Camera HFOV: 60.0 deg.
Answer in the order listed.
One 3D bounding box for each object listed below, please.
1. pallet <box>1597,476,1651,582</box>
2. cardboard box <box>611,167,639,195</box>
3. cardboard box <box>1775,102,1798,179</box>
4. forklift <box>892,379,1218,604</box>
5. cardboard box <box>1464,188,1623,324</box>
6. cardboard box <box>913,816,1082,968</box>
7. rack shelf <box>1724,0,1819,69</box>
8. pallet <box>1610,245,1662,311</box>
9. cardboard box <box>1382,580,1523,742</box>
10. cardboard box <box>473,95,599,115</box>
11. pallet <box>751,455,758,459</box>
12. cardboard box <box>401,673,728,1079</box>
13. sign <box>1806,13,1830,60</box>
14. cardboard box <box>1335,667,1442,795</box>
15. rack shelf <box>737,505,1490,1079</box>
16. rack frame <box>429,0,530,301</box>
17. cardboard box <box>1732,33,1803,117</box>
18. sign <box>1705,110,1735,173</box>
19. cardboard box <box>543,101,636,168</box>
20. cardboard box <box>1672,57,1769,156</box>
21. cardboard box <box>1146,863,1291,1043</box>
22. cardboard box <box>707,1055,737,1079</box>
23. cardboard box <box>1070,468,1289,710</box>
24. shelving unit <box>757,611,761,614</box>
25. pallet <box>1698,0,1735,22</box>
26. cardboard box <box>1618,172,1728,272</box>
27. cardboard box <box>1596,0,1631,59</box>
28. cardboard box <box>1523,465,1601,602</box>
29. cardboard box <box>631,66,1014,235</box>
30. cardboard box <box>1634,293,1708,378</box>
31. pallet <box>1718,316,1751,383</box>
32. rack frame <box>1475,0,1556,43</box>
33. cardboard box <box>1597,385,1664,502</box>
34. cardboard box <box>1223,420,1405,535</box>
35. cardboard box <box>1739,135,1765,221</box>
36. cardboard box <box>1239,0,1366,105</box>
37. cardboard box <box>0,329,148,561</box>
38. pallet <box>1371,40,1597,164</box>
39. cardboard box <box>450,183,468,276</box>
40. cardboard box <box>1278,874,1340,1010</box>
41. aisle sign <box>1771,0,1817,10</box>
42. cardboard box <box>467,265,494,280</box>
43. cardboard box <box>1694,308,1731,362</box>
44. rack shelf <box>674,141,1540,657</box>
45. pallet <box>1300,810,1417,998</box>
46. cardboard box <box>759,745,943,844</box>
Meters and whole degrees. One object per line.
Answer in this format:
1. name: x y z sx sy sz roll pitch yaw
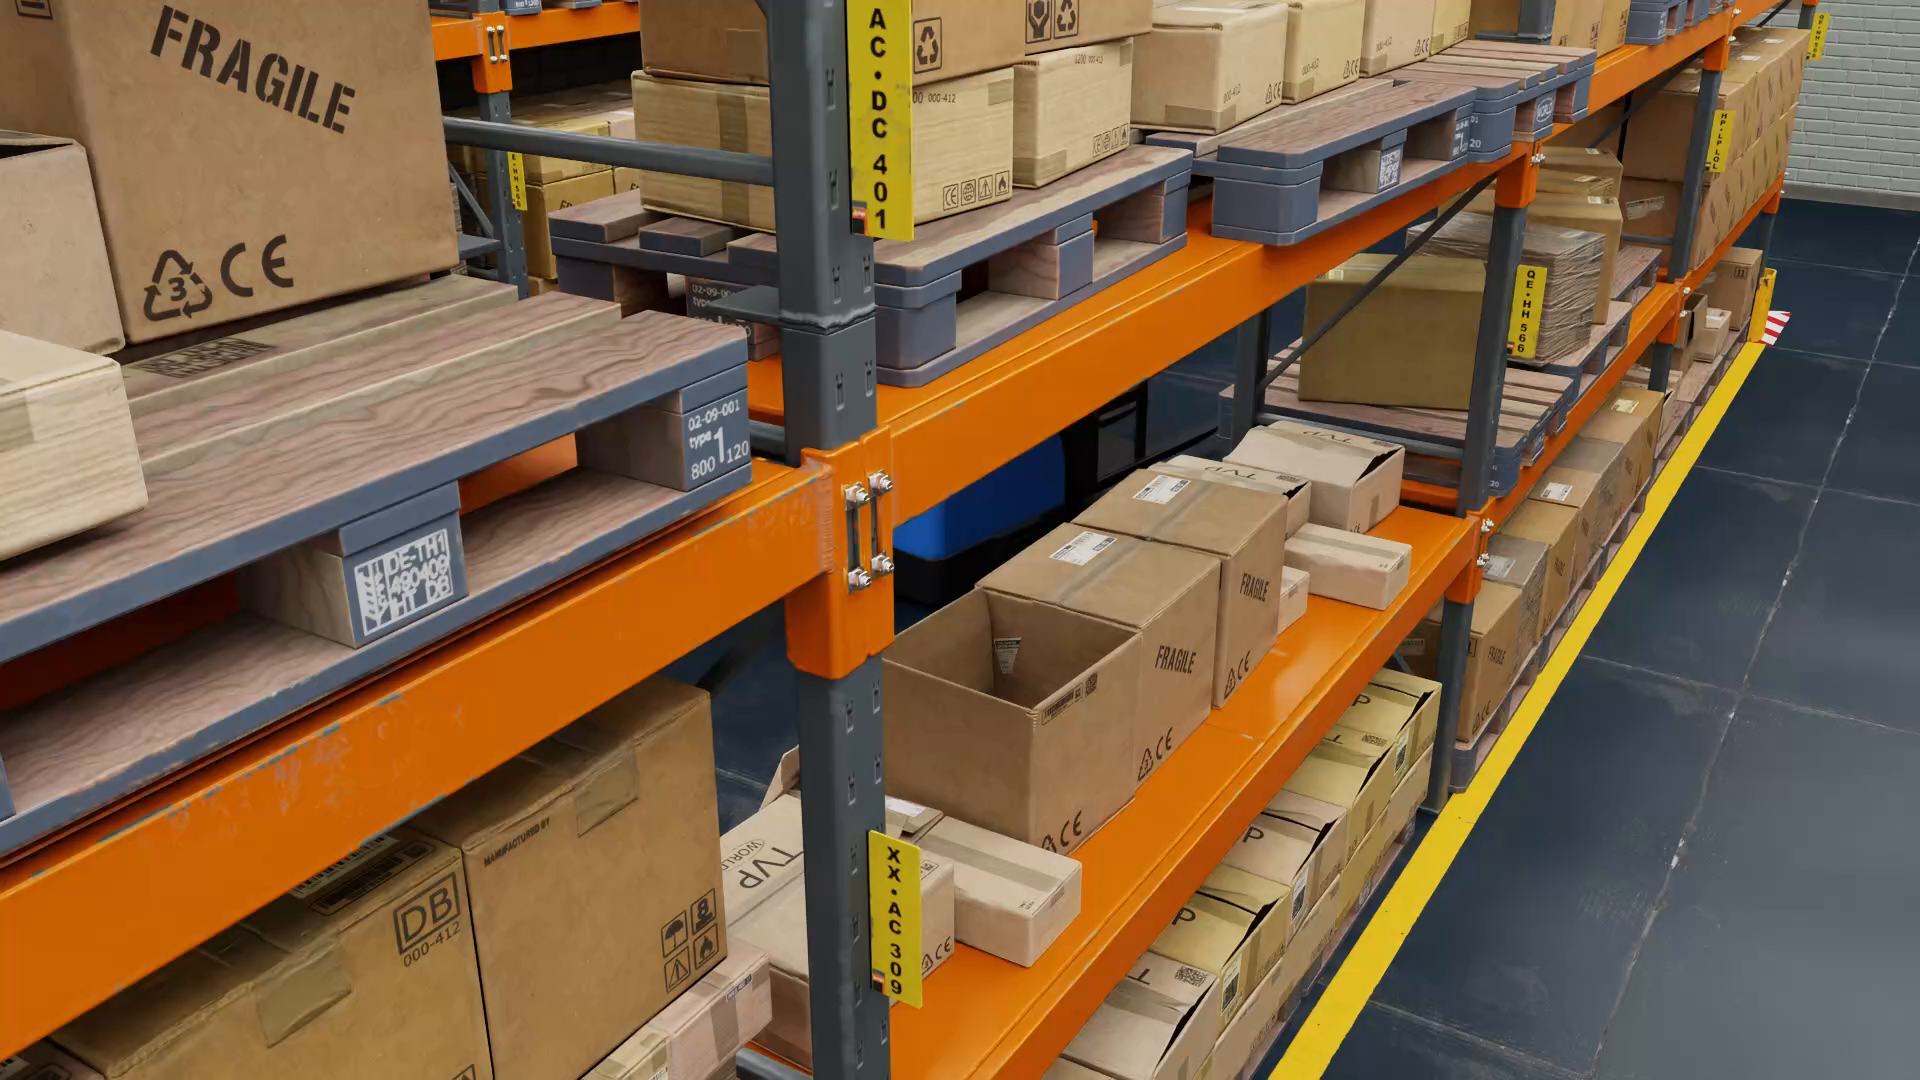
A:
1. pallet: 3.242 -0.179 9.397 1.003 0.211 1.213 14 27 29
2. cardboard box: -1.923 -1.904 9.347 0.500 0.500 0.500 15 28 31
3. cardboard box: 5.744 -2.928 12.113 0.500 0.500 0.500 15 27 31
4. forklift: 0.472 -1.533 9.102 1.130 2.935 3.031 19 30 37
5. cardboard box: 2.760 -1.370 7.985 0.700 0.500 0.500 7 24 16
6. cardboard box: 0.061 0.818 3.900 0.380 0.149 0.250 14 27 29
7. rack shelf: 4.694 -3.462 10.602 1.077 0.370 4.000 14 27 29
8. pallet: 3.125 -1.406 8.963 1.003 0.211 1.213 14 27 29
9. cardboard box: 2.012 0.461 7.002 0.500 0.500 0.500 15 28 31
10. cardboard box: -2.386 -2.345 9.421 0.500 0.250 0.500 13 27 27
11. pallet: -1.557 -0.808 10.851 1.003 0.211 1.213 14 27 29
12. cardboard box: -0.809 0.469 2.632 0.700 0.500 0.500 14 27 29
13. sign: 6.210 -3.644 12.037 0.100 0.325 0.005 14 27 29
14. cardboard box: 1.462 0.649 6.201 0.500 0.311 0.500 15 27 30
15. rack shelf: 0.475 0.614 4.960 1.077 0.370 4.000 14 27 29
16. rack frame: -2.681 -1.428 8.772 1.000 3.000 0.127 14 27 29
17. cardboard box: 5.482 -3.217 11.521 0.500 0.500 0.500 15 27 30
18. sign: 4.113 -2.157 8.999 0.100 0.325 0.005 14 27 29
19. cardboard box: -1.940 -2.244 9.188 0.500 0.250 0.500 13 27 28
20. cardboard box: 4.670 -2.693 10.311 0.500 0.500 0.500 13 27 27
21. cardboard box: 0.659 1.165 5.010 0.500 0.311 0.500 15 27 30
22. cardboard box: -0.809 1.065 2.889 0.700 0.500 0.500 13 27 28
23. cardboard box: 0.658 0.133 5.041 0.500 0.500 0.500 12 26 26
24. shelving unit: -0.744 -0.626 8.043 0.431 2.100 0.503 18 30 35
25. pallet: 3.236 -2.826 8.462 1.213 0.211 1.003 14 27 29
26. cardboard box: 4.140 -1.902 9.741 0.500 0.500 0.500 15 27 30
27. cardboard box: 2.274 -2.315 6.920 0.910 0.500 0.500 14 27 29
28. cardboard box: 2.823 -0.063 8.211 0.500 0.500 0.500 13 27 27
29. cardboard box: -0.247 -0.747 3.084 0.500 0.250 0.500 17 29 34
30. cardboard box: 4.626 -1.432 11.371 0.797 0.503 0.637 14 27 29
31. pallet: 5.290 -1.516 12.487 1.003 0.211 1.213 14 27 29
32. rack frame: 1.529 -3.144 5.185 1.000 3.000 0.127 14 27 29
33. cardboard box: 3.623 -0.569 9.381 0.500 0.500 0.500 14 27 29
34. cardboard box: 1.300 -0.236 6.132 0.500 0.311 0.500 16 28 32
35. cardboard box: 4.940 -2.415 10.928 0.500 0.500 0.500 13 27 28
36. cardboard box: 0.765 -1.355 4.488 0.500 0.250 0.500 13 27 28
37. cardboard box: -0.985 -0.094 1.528 0.380 0.149 0.250 14 27 29
38. pallet: 1.247 -1.433 5.246 1.213 0.211 1.003 15 28 31
39. cardboard box: -2.920 -1.515 8.293 0.700 0.500 0.500 11 26 23
40. cardboard box: 0.922 1.251 5.517 0.500 0.250 0.500 15 27 30
41. aisle sign: 6.046 -4.243 12.002 0.394 0.787 0.004 14 27 29
42. cardboard box: -2.727 -1.485 9.196 0.380 0.149 0.250 14 27 30
43. cardboard box: 5.145 -1.481 11.803 0.500 0.250 0.500 14 27 29
44. rack shelf: 0.474 -0.762 4.364 1.077 0.370 4.000 14 27 29
45. pallet: 1.062 1.159 6.308 1.003 0.211 1.213 14 27 29
46. cardboard box: -0.273 0.686 4.059 0.396 0.266 0.258 13 27 28
